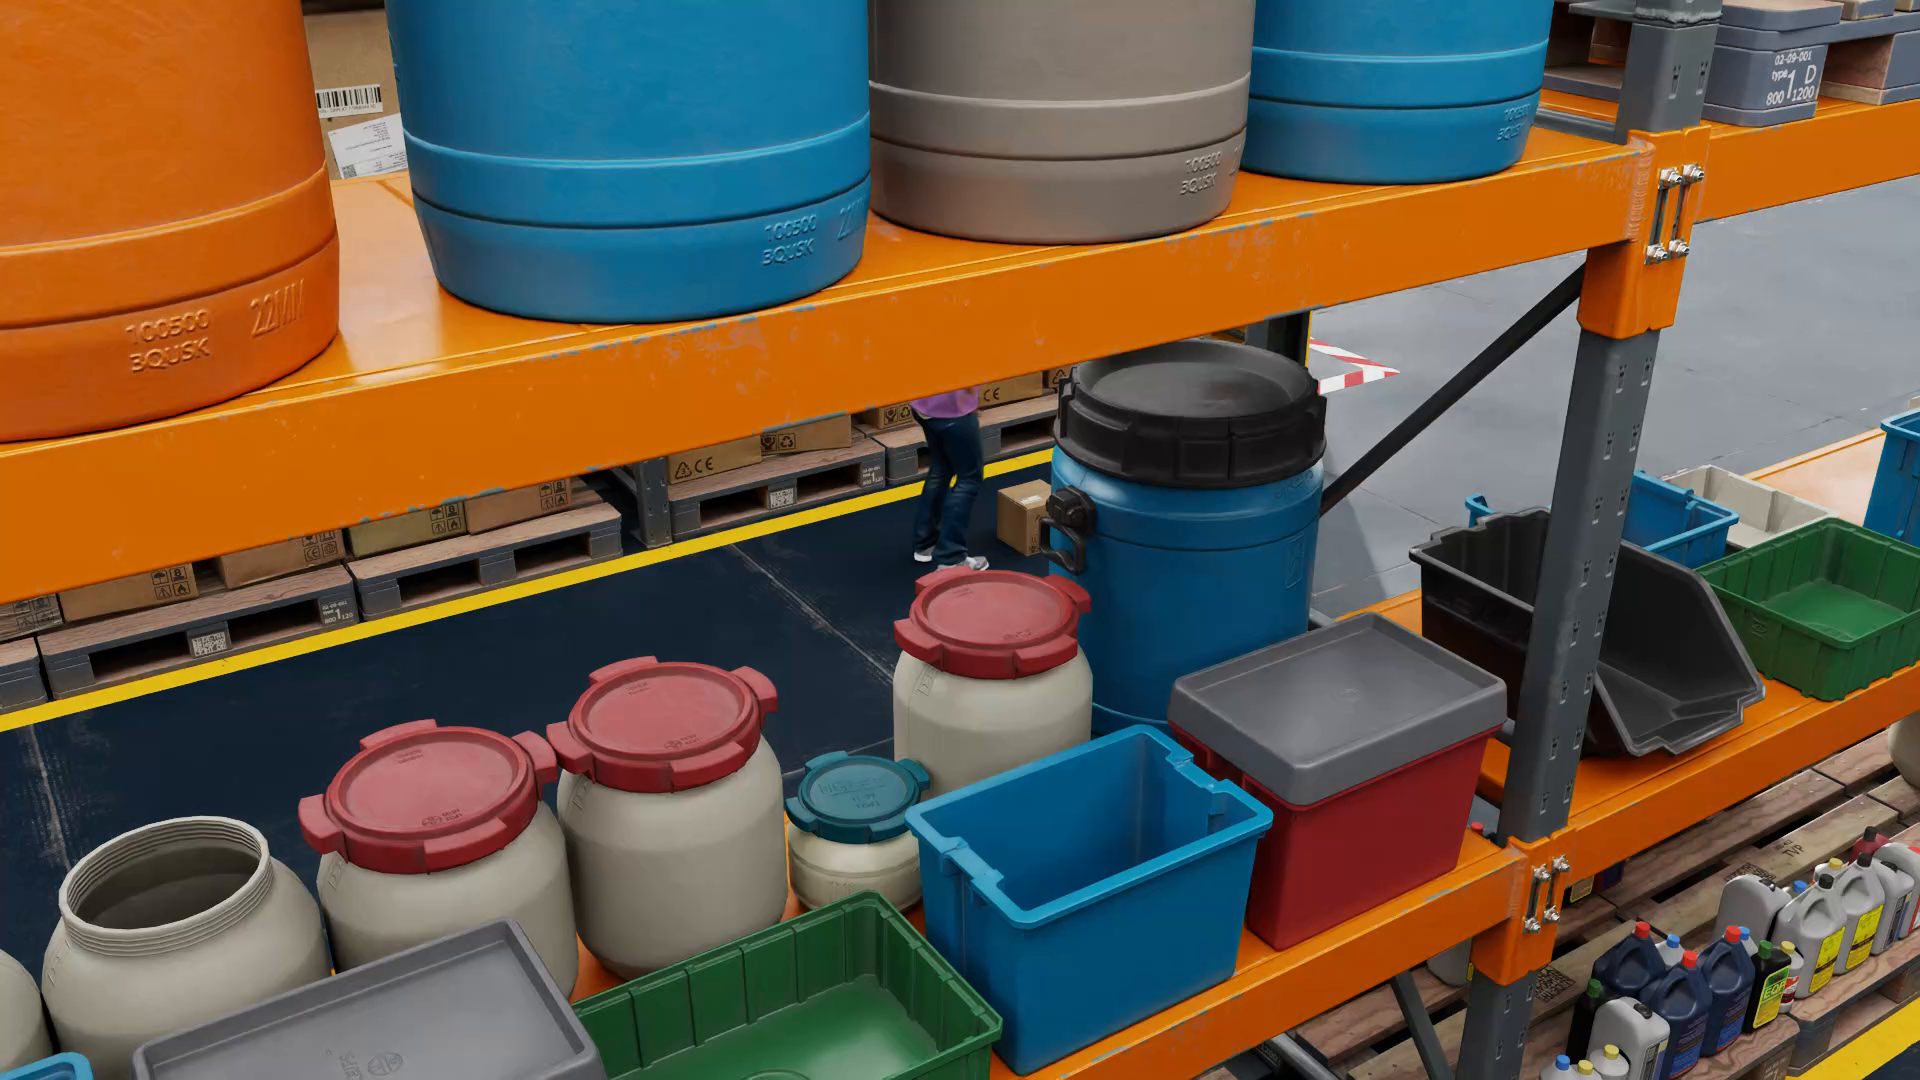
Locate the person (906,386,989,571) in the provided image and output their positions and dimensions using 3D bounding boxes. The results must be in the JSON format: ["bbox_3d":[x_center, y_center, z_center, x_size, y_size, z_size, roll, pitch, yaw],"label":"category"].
[{"bbox_3d":[-0.069,-0.602,7.417,0.340,1.580,0.417,-15,29,-28],"label":"person"}]
